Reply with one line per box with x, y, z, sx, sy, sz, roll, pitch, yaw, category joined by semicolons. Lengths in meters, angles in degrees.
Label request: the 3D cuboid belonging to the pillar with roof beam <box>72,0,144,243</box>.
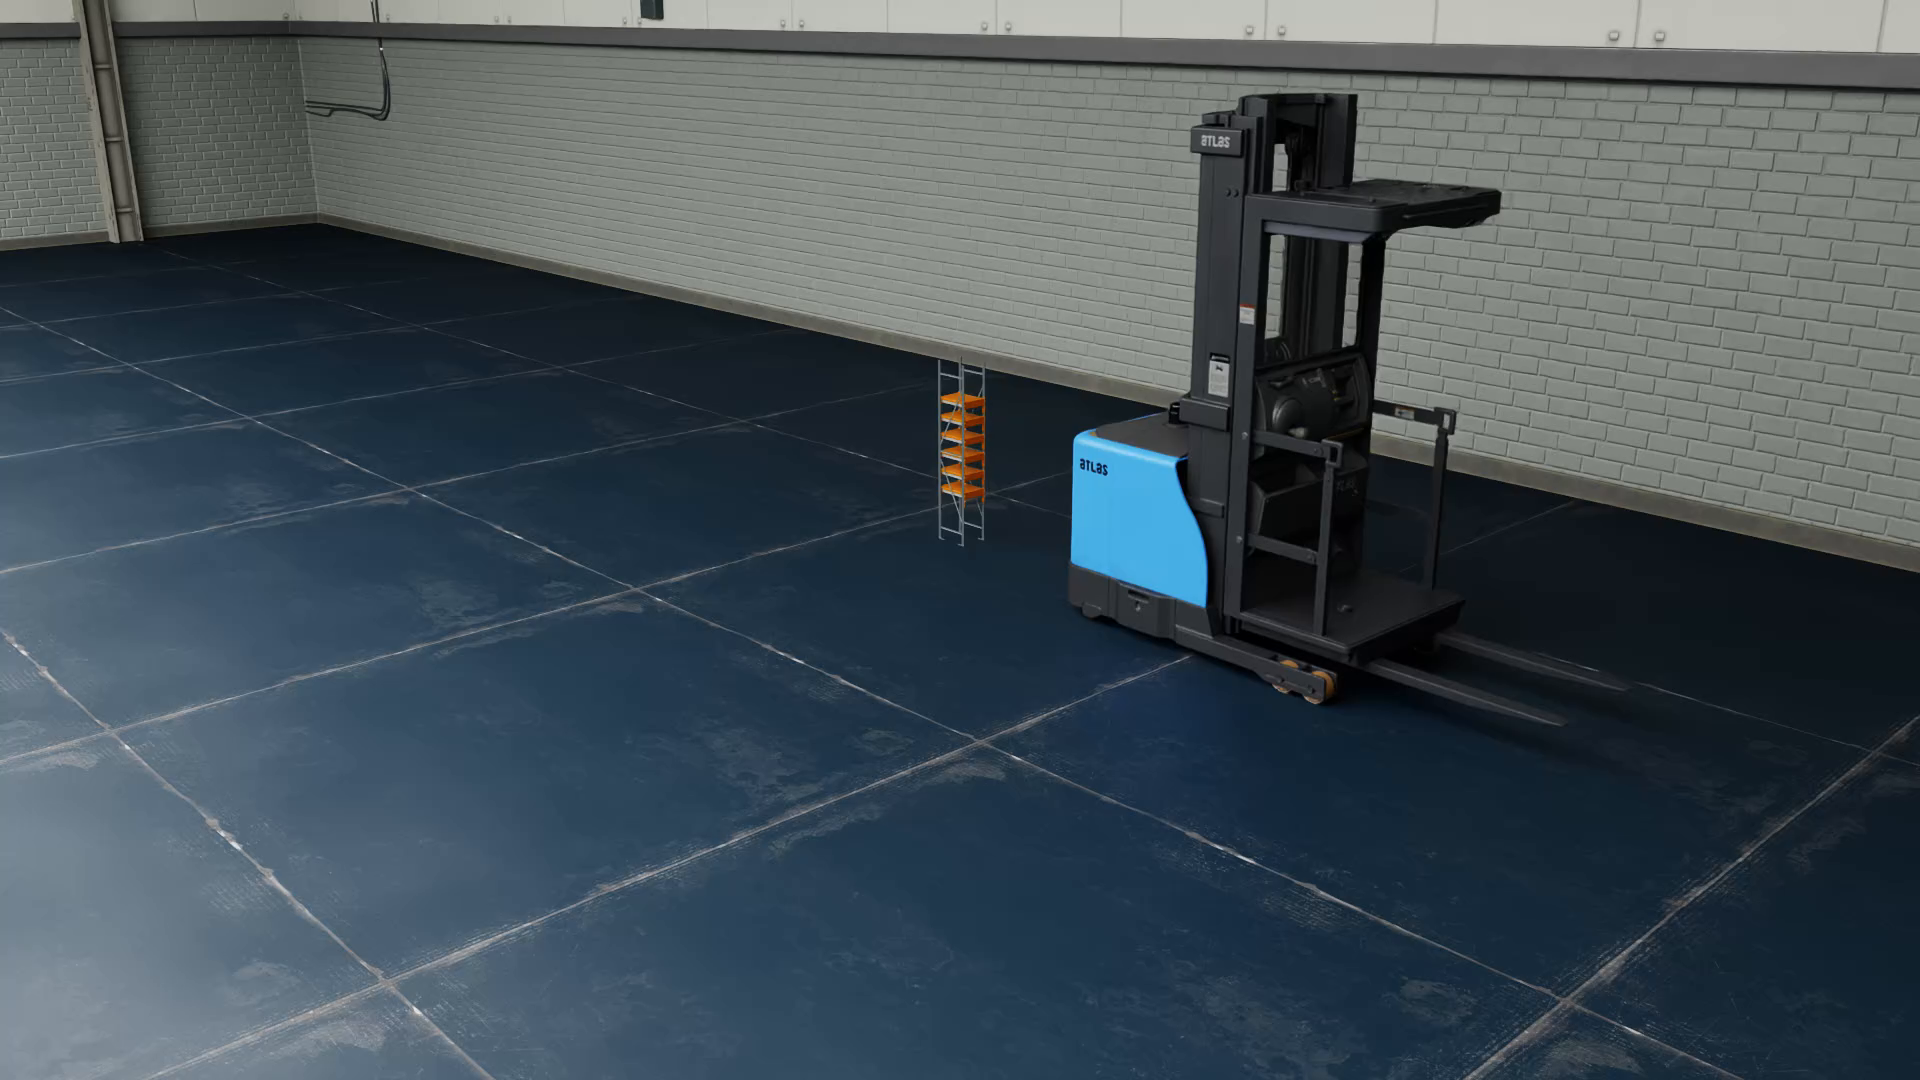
-9.414;-7.759;20.326;0.400;9.000;9.100;-16;24;-41;pillar with roof beam

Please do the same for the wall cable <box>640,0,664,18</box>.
-2.812;-8.539;17.216;0.169;6.003;2.305;-16;24;-41;wall cable

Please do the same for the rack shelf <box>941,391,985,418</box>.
0.010;-0.874;10.712;0.180;0.103;0.258;-16;24;-41;rack shelf

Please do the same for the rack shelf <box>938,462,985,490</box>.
0.010;-0.417;10.860;0.180;0.103;0.258;-16;24;-41;rack shelf

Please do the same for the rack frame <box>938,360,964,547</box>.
-0.056;-0.554;10.749;0.006;1.200;0.240;-16;24;-41;rack frame

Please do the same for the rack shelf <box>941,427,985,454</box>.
0.010;-0.646;10.786;0.180;0.103;0.258;-16;24;-41;rack shelf

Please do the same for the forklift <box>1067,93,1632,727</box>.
1.990;-0.741;8.519;1.130;2.935;3.031;-16;24;-40;forklift

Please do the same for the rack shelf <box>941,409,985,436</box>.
0.010;-0.760;10.749;0.180;0.103;0.258;-16;24;-41;rack shelf

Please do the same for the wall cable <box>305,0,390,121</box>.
-9.323;-7.575;24.792;0.112;2.526;3.097;-16;24;-41;wall cable

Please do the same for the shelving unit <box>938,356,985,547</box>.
0.010;-0.574;10.809;0.189;1.200;0.258;-16;24;-41;shelving unit

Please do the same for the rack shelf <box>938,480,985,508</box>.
0.011;-0.303;10.897;0.180;0.103;0.258;-16;24;-41;rack shelf

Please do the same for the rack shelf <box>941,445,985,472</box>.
0.010;-0.532;10.823;0.180;0.103;0.258;-16;24;-41;rack shelf

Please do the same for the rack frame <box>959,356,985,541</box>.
0.077;-0.593;10.869;0.006;1.200;0.240;-16;24;-41;rack frame
